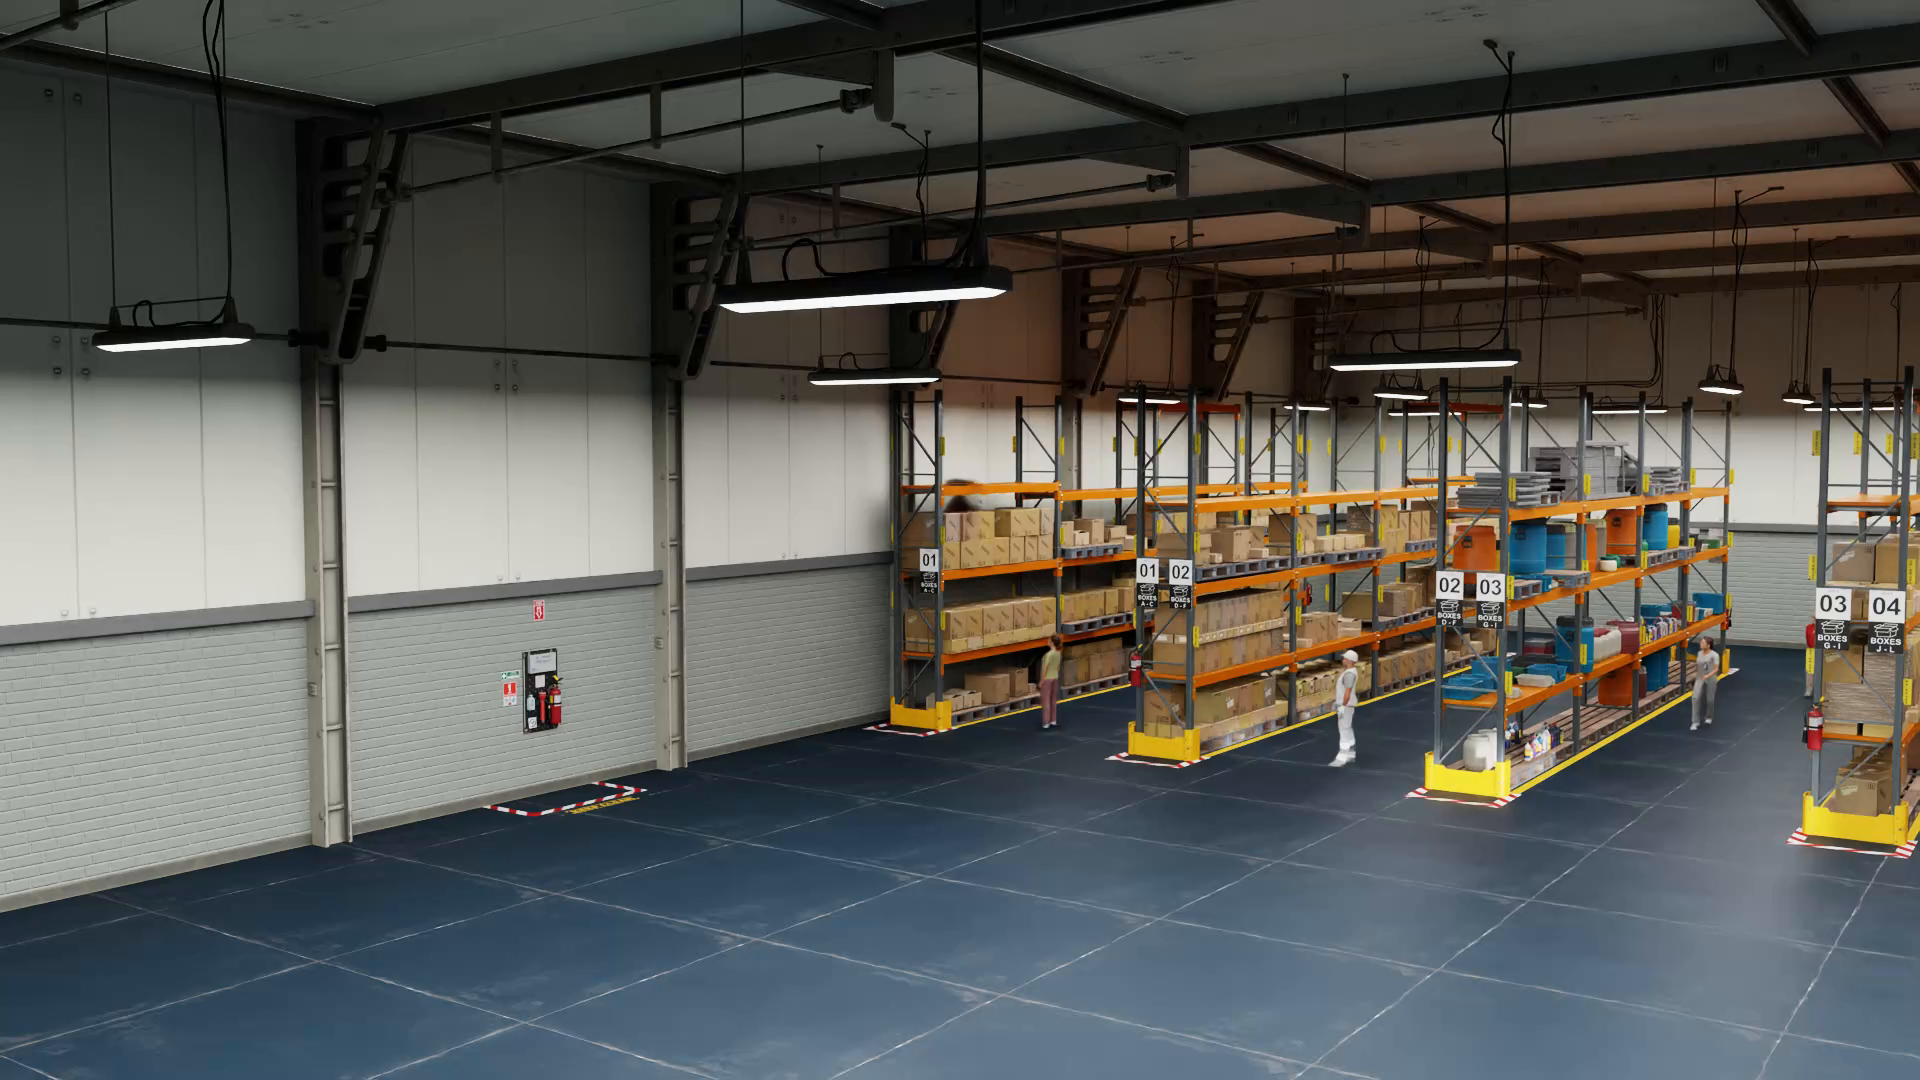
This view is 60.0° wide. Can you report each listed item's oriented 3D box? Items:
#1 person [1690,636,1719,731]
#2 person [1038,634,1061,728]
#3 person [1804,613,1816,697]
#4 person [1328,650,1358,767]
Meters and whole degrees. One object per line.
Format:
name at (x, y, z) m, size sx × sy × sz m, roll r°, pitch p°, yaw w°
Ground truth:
person at (13.287, 2.533, 29.576) m, size 0.430 × 1.651 × 0.972 m, roll 2°, pitch 4°, yaw 36°
person at (1.567, 2.501, 29.612) m, size 0.531 × 1.668 × 0.484 m, roll 3°, pitch 4°, yaw 40°
person at (17.162, 2.286, 33.268) m, size 0.509 × 1.677 × 1.020 m, roll 2°, pitch 4°, yaw 33°
person at (6.029, 2.638, 26.185) m, size 0.538 × 1.811 × 0.570 m, roll 0°, pitch 3°, yaw -4°
